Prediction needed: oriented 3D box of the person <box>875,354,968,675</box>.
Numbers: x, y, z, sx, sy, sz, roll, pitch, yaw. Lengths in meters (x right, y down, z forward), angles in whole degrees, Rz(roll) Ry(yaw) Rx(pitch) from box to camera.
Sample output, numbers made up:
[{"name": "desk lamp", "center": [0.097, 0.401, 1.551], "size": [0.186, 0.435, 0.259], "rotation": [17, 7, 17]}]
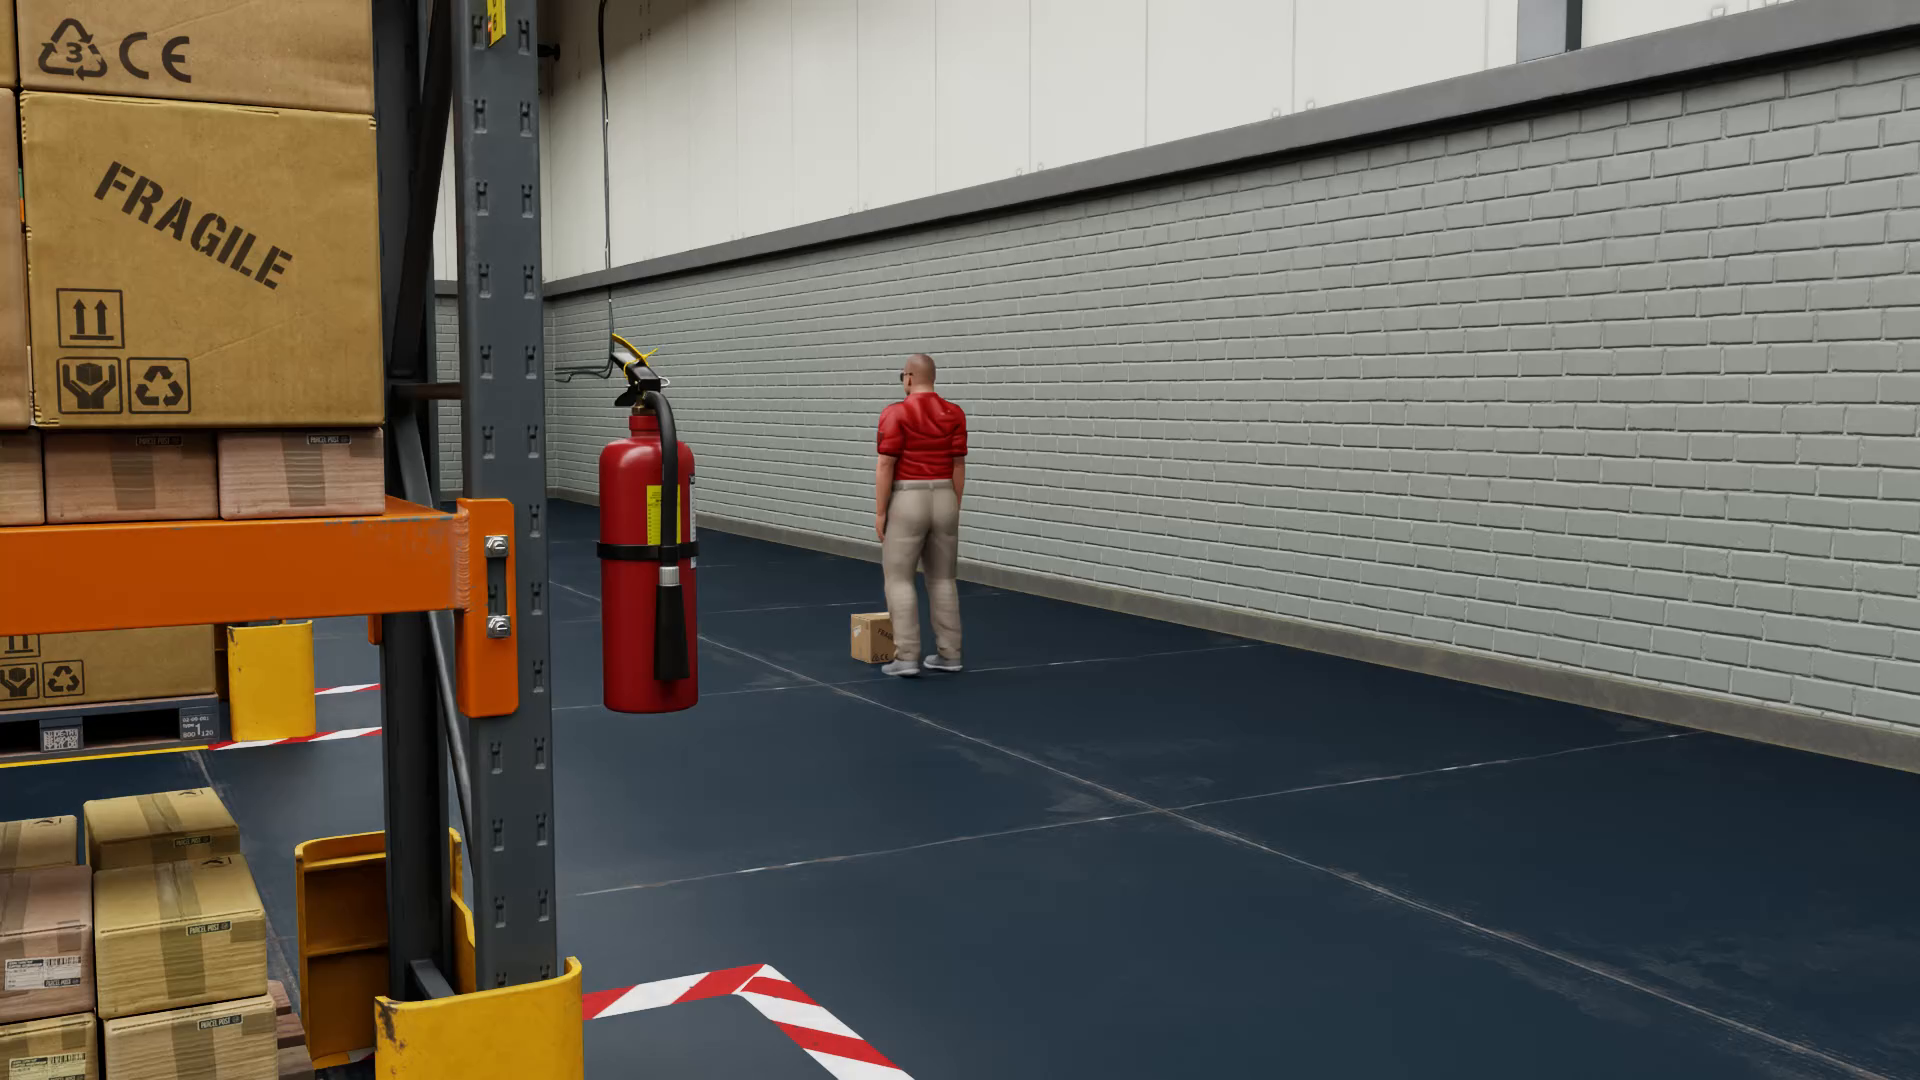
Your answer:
[{"name": "person", "center": [-0.231, -0.131, 8.985], "size": [0.527, 1.739, 0.363], "rotation": [-3, 6, -27]}]
